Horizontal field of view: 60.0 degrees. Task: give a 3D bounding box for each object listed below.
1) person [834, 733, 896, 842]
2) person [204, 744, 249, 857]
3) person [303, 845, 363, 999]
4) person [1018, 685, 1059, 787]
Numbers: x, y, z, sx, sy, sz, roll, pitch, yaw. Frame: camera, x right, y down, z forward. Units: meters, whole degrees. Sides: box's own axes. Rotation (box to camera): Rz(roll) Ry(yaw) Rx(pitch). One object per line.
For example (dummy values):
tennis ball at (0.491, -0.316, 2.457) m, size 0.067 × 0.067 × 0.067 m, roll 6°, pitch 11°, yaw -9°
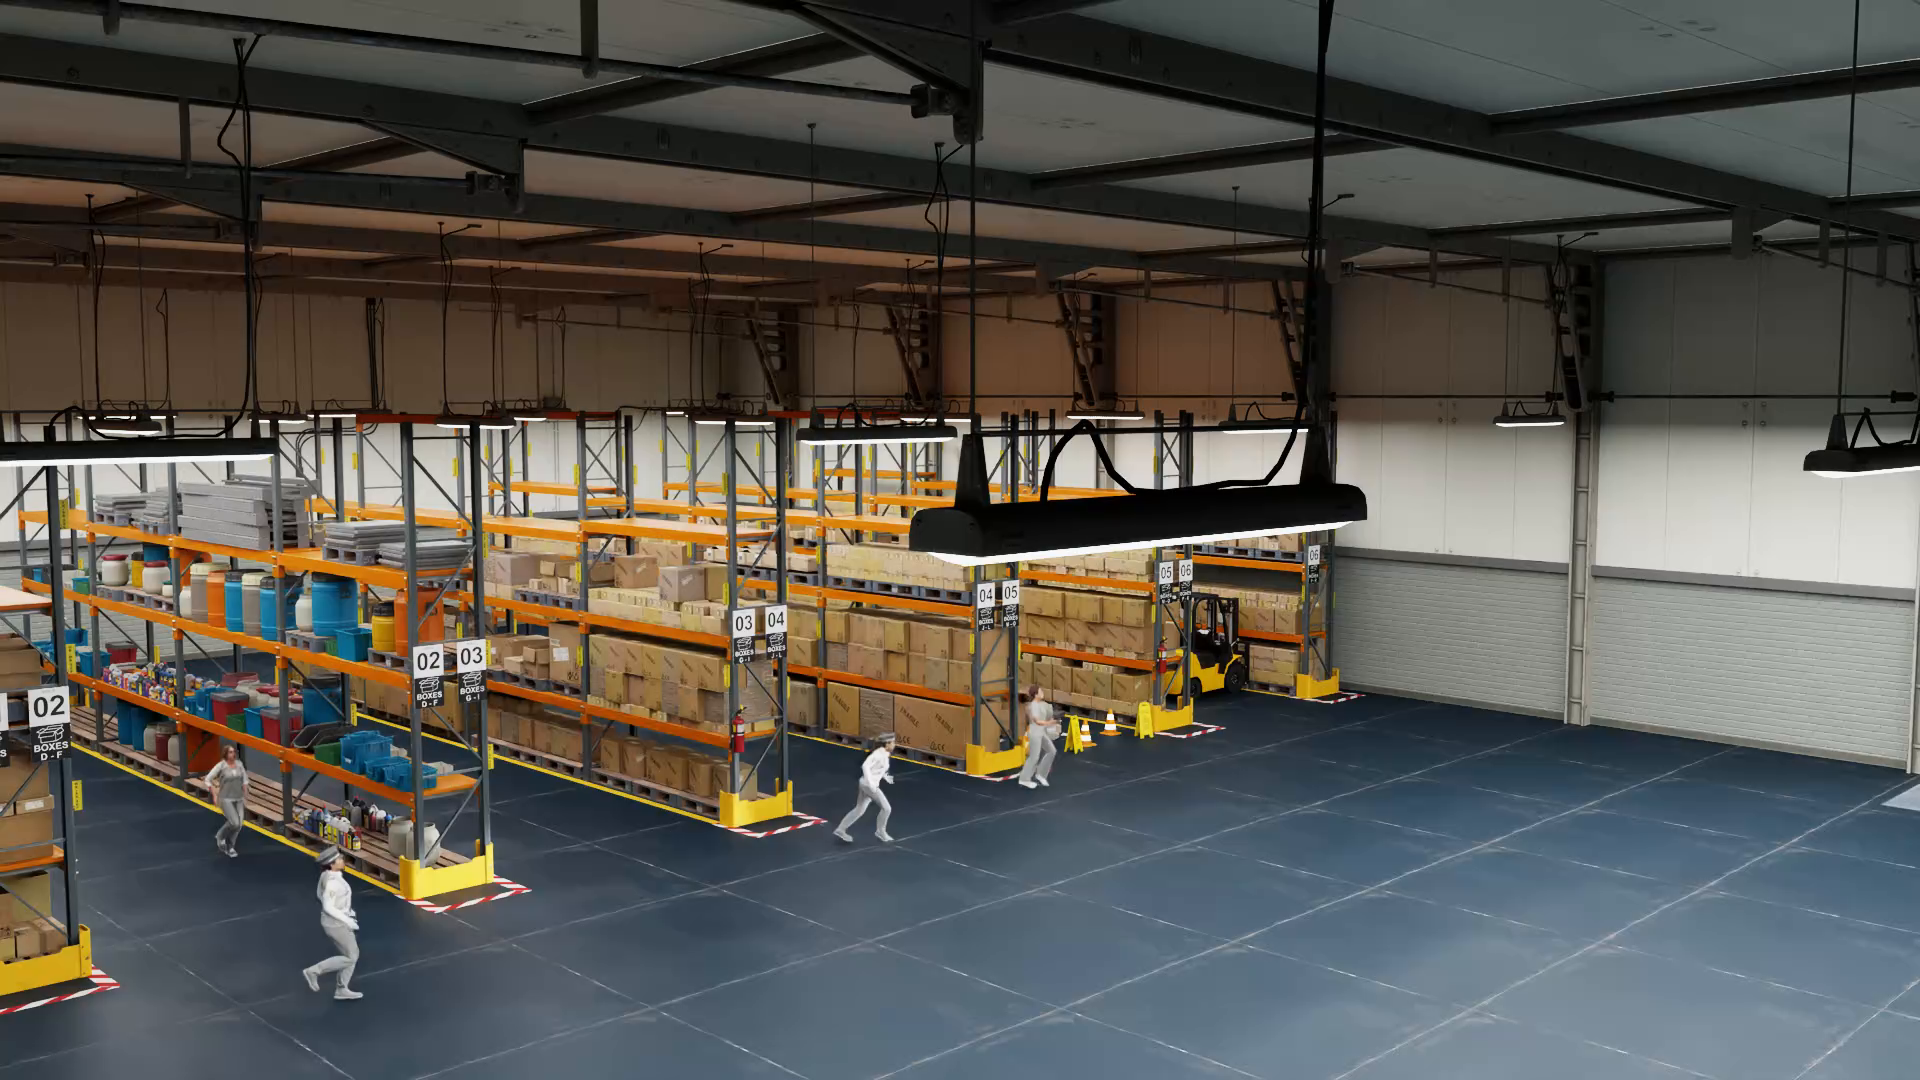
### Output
person at (-1.345, 3.524, 23.594) m, size 0.893 × 1.596 × 0.614 m, roll 0°, pitch 5°, yaw 1°
person at (-9.953, 3.576, 22.745) m, size 0.540 × 1.560 × 0.532 m, roll 4°, pitch 6°, yaw 37°
person at (-6.571, 4.007, 17.358) m, size 0.587 × 1.662 × 0.623 m, roll -2°, pitch 6°, yaw -26°
person at (1.276, 3.176, 26.837) m, size 0.668 × 1.693 × 0.594 m, roll 1°, pitch 5°, yaw 11°
